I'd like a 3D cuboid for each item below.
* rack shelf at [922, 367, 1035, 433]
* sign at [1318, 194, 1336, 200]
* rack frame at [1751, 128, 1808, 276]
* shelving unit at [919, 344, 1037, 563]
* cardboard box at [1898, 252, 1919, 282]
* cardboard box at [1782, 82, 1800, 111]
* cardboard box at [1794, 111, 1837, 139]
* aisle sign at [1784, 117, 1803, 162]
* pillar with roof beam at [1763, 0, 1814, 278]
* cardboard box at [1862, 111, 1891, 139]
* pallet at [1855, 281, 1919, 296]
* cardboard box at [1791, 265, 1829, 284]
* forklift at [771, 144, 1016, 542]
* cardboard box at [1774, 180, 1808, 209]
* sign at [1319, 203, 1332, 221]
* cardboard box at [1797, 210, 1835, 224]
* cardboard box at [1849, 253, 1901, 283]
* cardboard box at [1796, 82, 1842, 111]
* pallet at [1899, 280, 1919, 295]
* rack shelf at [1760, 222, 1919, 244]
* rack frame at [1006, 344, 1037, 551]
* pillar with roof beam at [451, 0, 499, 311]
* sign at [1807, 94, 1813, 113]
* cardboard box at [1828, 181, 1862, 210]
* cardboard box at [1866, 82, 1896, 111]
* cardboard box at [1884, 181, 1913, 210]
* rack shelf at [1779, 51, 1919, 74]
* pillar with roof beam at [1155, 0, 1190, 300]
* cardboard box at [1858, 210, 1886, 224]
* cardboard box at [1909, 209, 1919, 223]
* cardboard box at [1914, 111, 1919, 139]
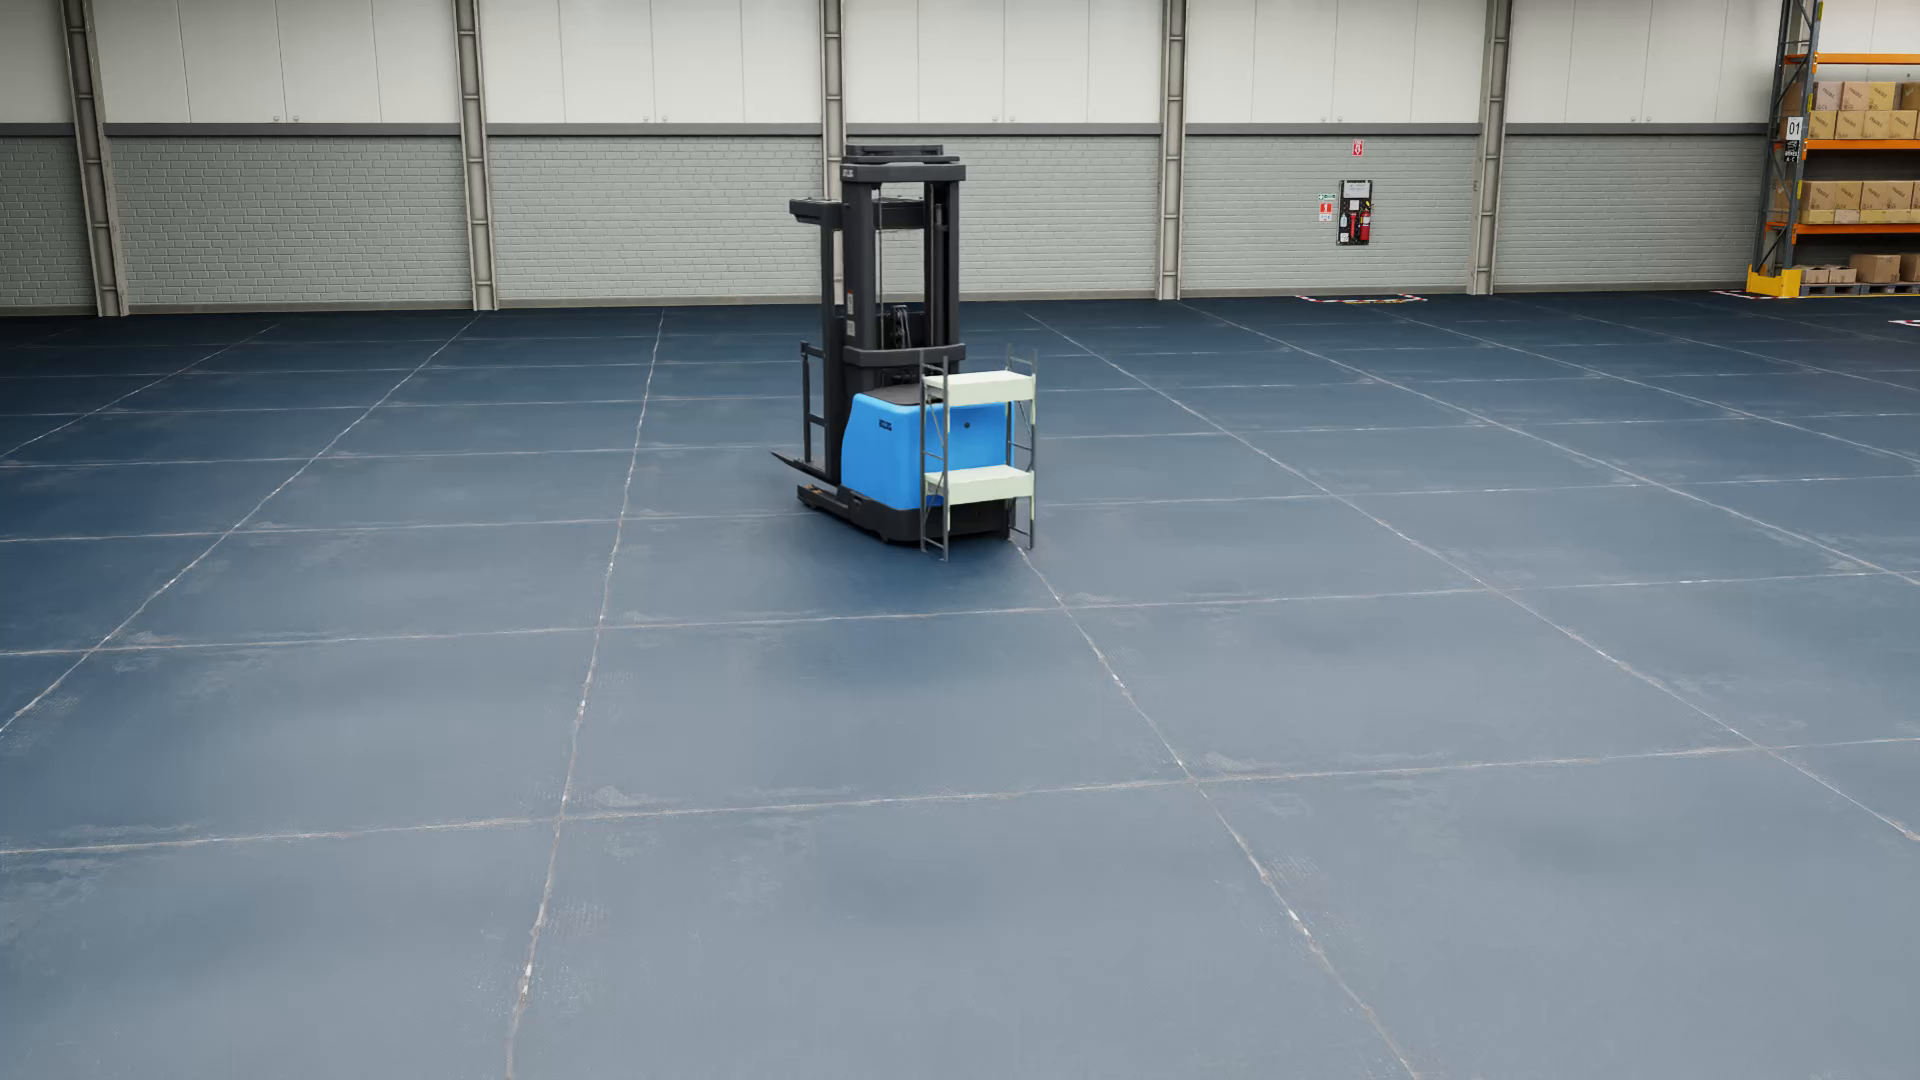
[{"bbox_3d":[0.132,-1.027,12.129,0.720,0.370,0.431,-7,16,-27],"label":"rack shelf"},{"bbox_3d":[6.690,-6.251,30.319,0.331,0.109,0.001,-2,14,-8],"label":"sign"},{"bbox_3d":[15.065,-6.038,30.633,0.127,3.000,1.000,-2,14,-8],"label":"rack frame"},{"bbox_3d":[0.132,-0.648,12.224,0.755,1.500,0.431,-7,16,-27],"label":"shelving unit"},{"bbox_3d":[18.000,-5.137,31.274,0.500,0.500,0.500,-3,14,-13],"label":"cardboard box"},{"bbox_3d":[15.453,-8.115,30.445,0.500,0.500,0.500,-1,14,-6],"label":"cardboard box"},{"bbox_3d":[15.433,-7.504,30.063,0.500,0.500,0.500,-2,14,-7],"label":"cardboard box"},{"bbox_3d":[15.039,-7.225,30.019,0.004,0.787,0.394,-2,14,-8],"label":"aisle sign"},{"bbox_3d":[16.270,-8.146,26.705,0.400,9.000,9.100,-2,14,-8],"label":"pillar with roof beam"},{"bbox_3d":[16.482,-7.534,30.185,0.500,0.500,0.500,-1,14,-6],"label":"cardboard box"},{"bbox_3d":[17.153,-4.753,31.240,1.213,0.211,1.003,-2,14,-8],"label":"pallet"},{"bbox_3d":[15.763,-4.951,30.921,0.500,0.311,0.500,-4,15,-15],"label":"cardboard box"},{"bbox_3d":[-0.702,-1.718,13.547,1.130,2.935,3.031,-7,16,-27],"label":"forklift"},{"bbox_3d":[15.500,-6.407,30.830,0.500,0.500,0.500,-2,14,-9],"label":"cardboard box"},{"bbox_3d":[6.684,-5.996,30.391,0.234,0.329,0.001,-2,14,-8],"label":"sign"},{"bbox_3d":[15.595,-5.917,30.415,0.500,0.250,0.500,-3,14,-10],"label":"cardboard box"},{"bbox_3d":[17.059,-5.078,31.038,0.500,0.500,0.700,-3,14,-12],"label":"cardboard box"},{"bbox_3d":[15.482,-7.992,29.955,0.500,0.500,0.500,-3,14,-12],"label":"cardboard box"},{"bbox_3d":[18.362,-4.798,31.420,1.213,0.211,1.003,-2,14,-8],"label":"pallet"},{"bbox_3d":[17.043,-5.762,31.010,4.000,0.370,1.077,-2,14,-8],"label":"rack shelf"},{"bbox_3d":[0.454,-0.691,12.393,0.023,1.500,0.400,-7,16,-27],"label":"rack frame"},{"bbox_3d":[-7.462,-7.277,23.237,0.400,9.000,9.100,-2,14,-8],"label":"pillar with roof beam"},{"bbox_3d":[15.146,-7.787,29.642,0.005,0.325,0.100,-2,14,-8],"label":"sign"},{"bbox_3d":[16.072,-6.300,30.401,0.500,0.500,0.500,-2,14,-8],"label":"cardboard box"},{"bbox_3d":[16.491,-8.019,30.064,0.500,0.500,0.500,-2,14,-7],"label":"cardboard box"},{"bbox_3d":[17.093,-6.338,30.555,0.500,0.500,0.500,-2,14,-7],"label":"cardboard box"},{"bbox_3d":[17.043,-8.670,30.281,4.000,0.370,1.077,-2,14,-8],"label":"rack shelf"},{"bbox_3d":[4.404,-7.711,24.971,0.400,9.000,9.100,-2,14,-8],"label":"pillar with roof beam"},{"bbox_3d":[16.611,-5.956,30.572,0.500,0.250,0.500,-2,14,-9],"label":"cardboard box"},{"bbox_3d":[17.608,-5.992,30.717,0.500,0.250,0.500,-2,14,-9],"label":"cardboard box"},{"bbox_3d":[17.514,-7.574,30.345,0.500,0.500,0.500,-3,14,-11],"label":"cardboard box"}]
